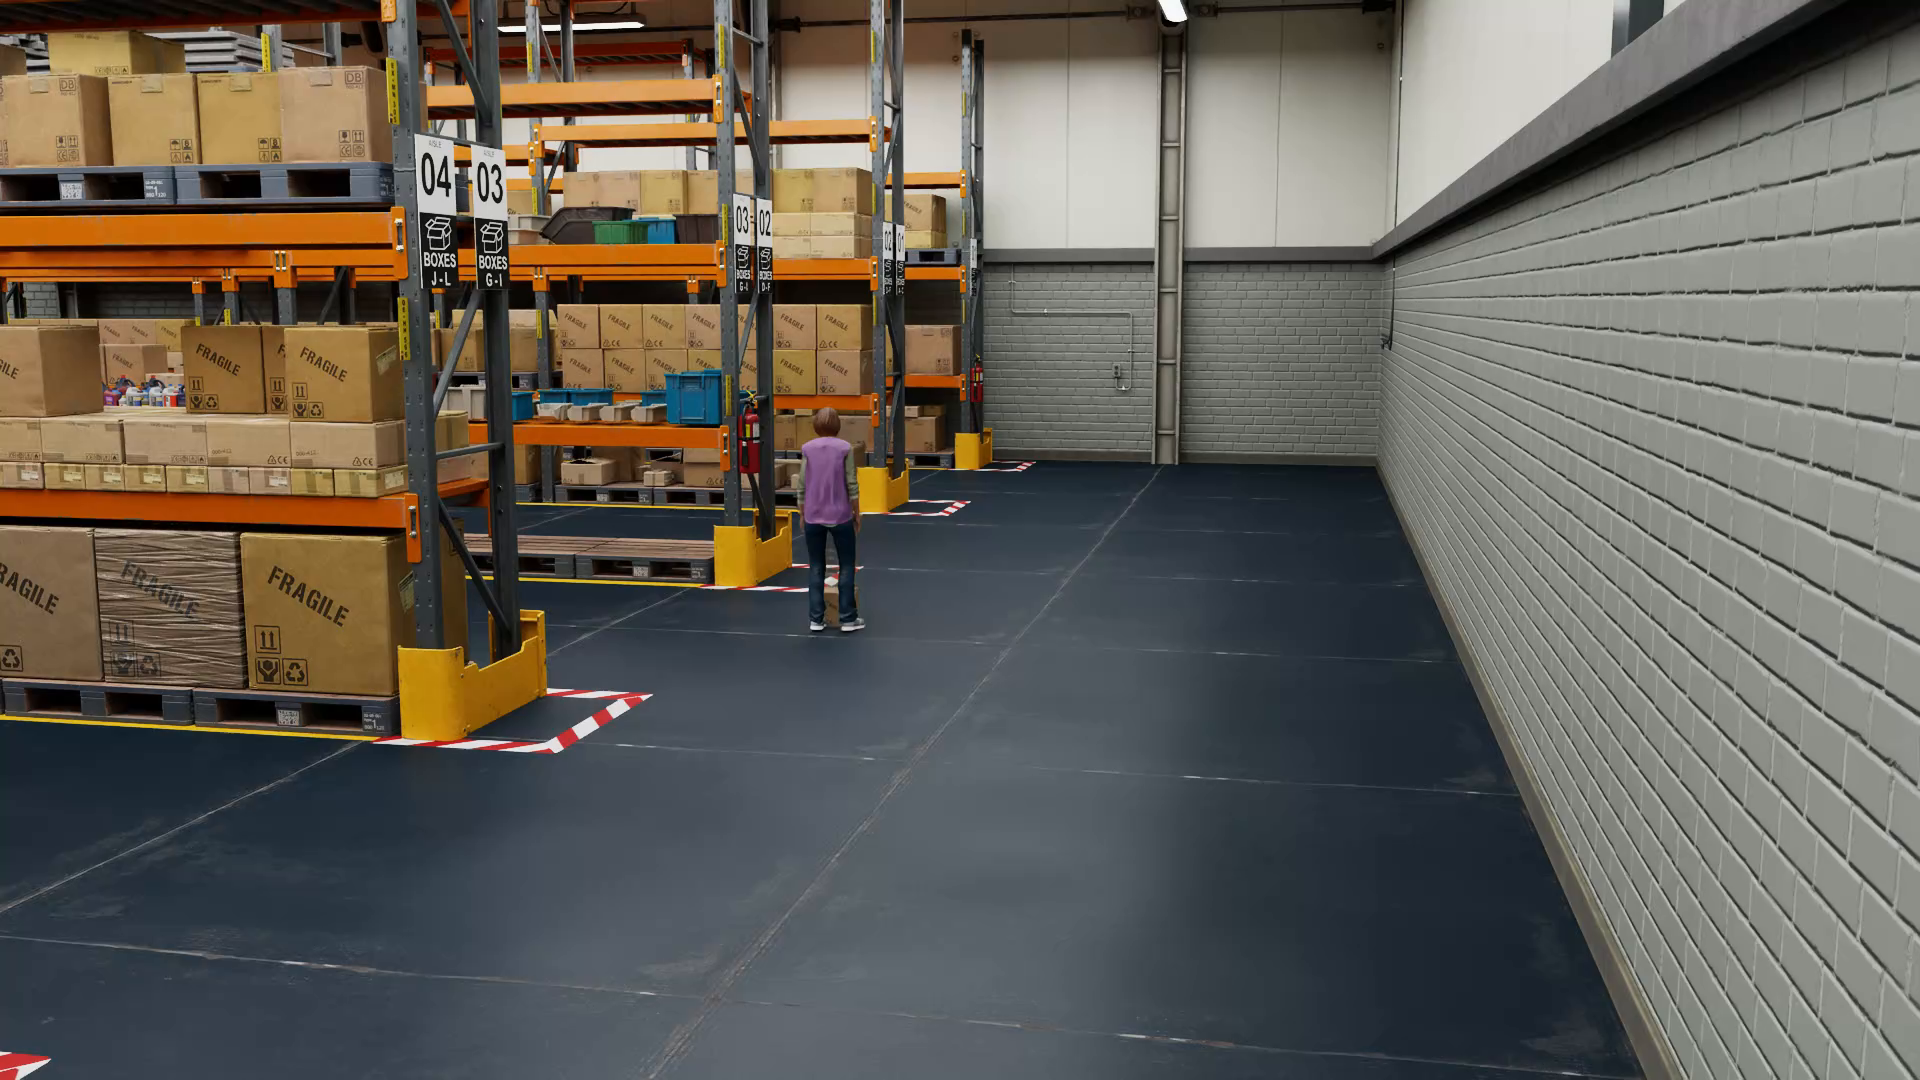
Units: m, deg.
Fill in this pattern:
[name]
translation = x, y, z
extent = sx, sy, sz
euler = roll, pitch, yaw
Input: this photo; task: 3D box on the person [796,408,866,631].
[person]
translation = -0.930, -0.141, 11.852
extent = 0.466, 1.591, 0.346
euler = 1, 8, 9
